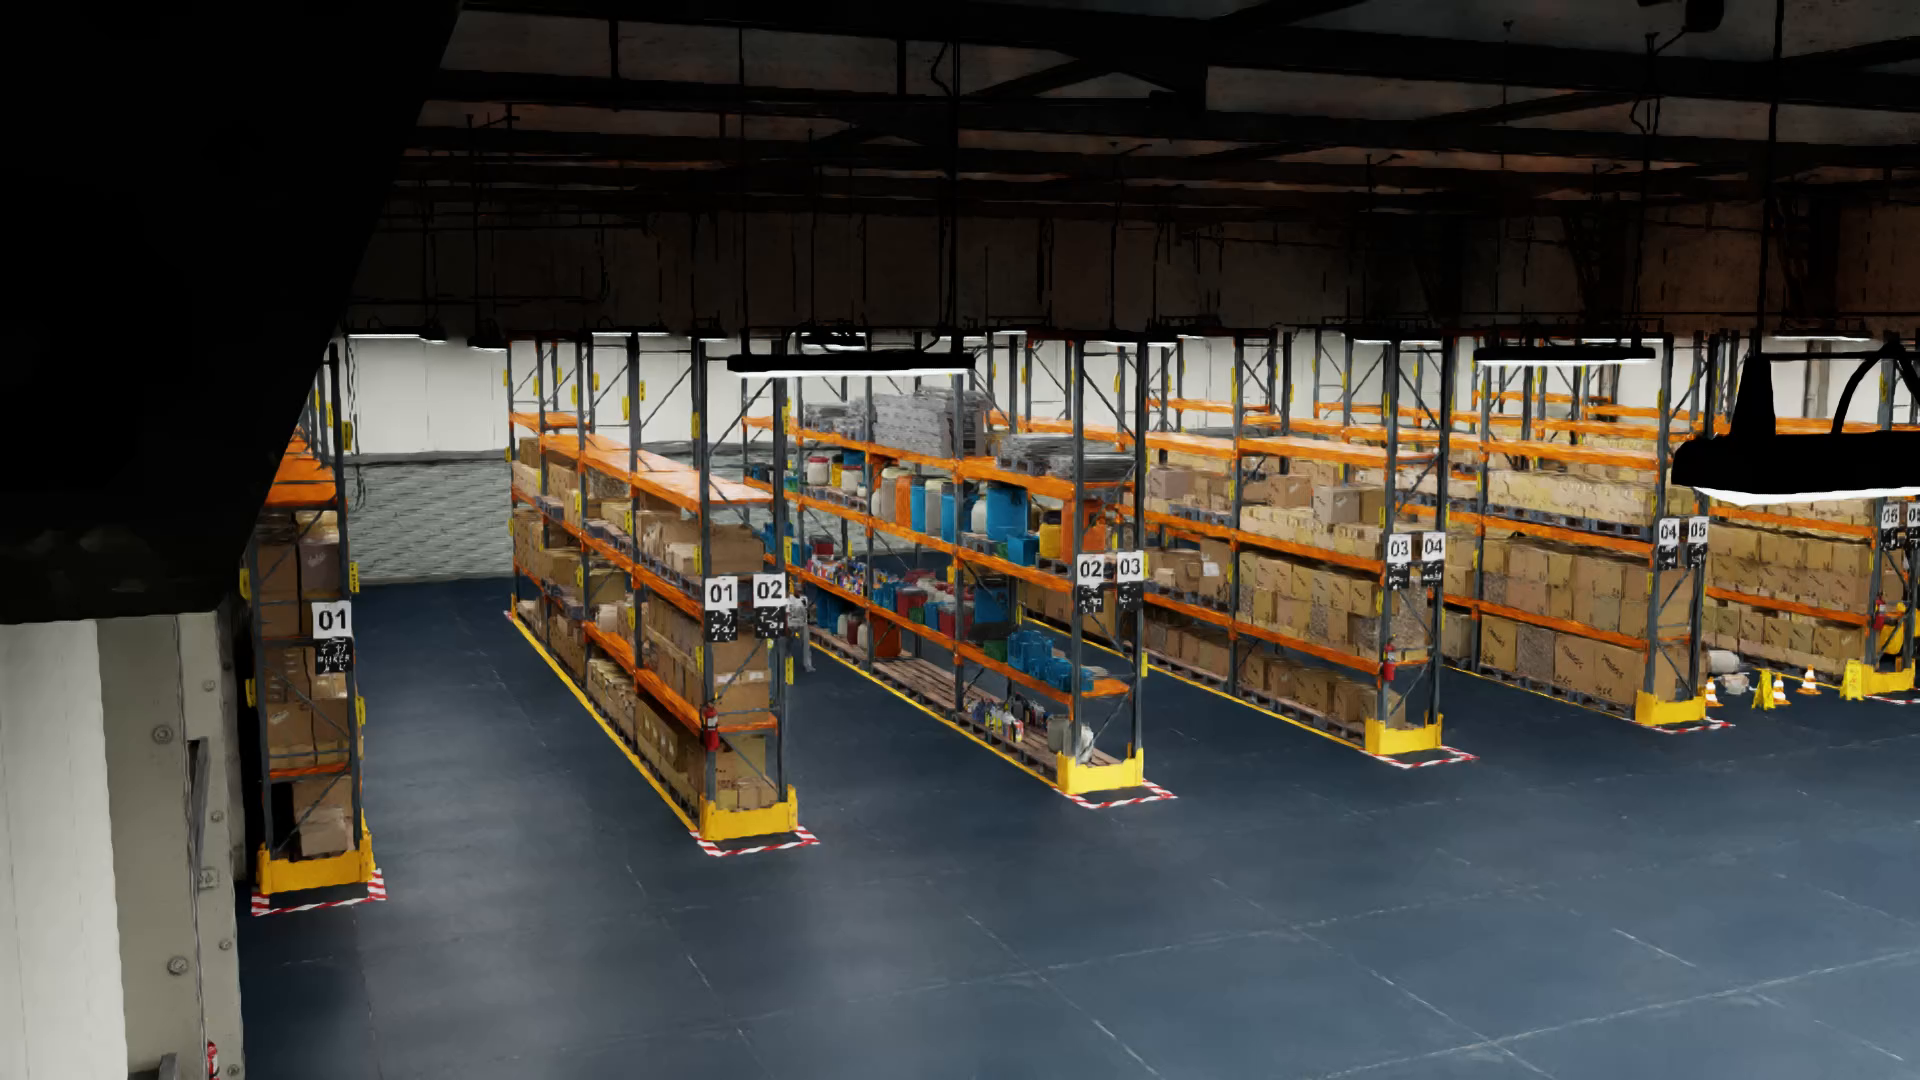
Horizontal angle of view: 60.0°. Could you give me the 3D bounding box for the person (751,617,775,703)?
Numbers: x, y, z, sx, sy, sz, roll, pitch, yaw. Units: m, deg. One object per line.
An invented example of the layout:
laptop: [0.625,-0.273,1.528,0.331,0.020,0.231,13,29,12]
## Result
person: [-3.285,1.762,27.114,0.580,1.763,0.673,1,8,7]

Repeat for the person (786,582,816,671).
person: [-2.903,1.509,29.607,0.456,1.587,1.088,-3,8,-20]
